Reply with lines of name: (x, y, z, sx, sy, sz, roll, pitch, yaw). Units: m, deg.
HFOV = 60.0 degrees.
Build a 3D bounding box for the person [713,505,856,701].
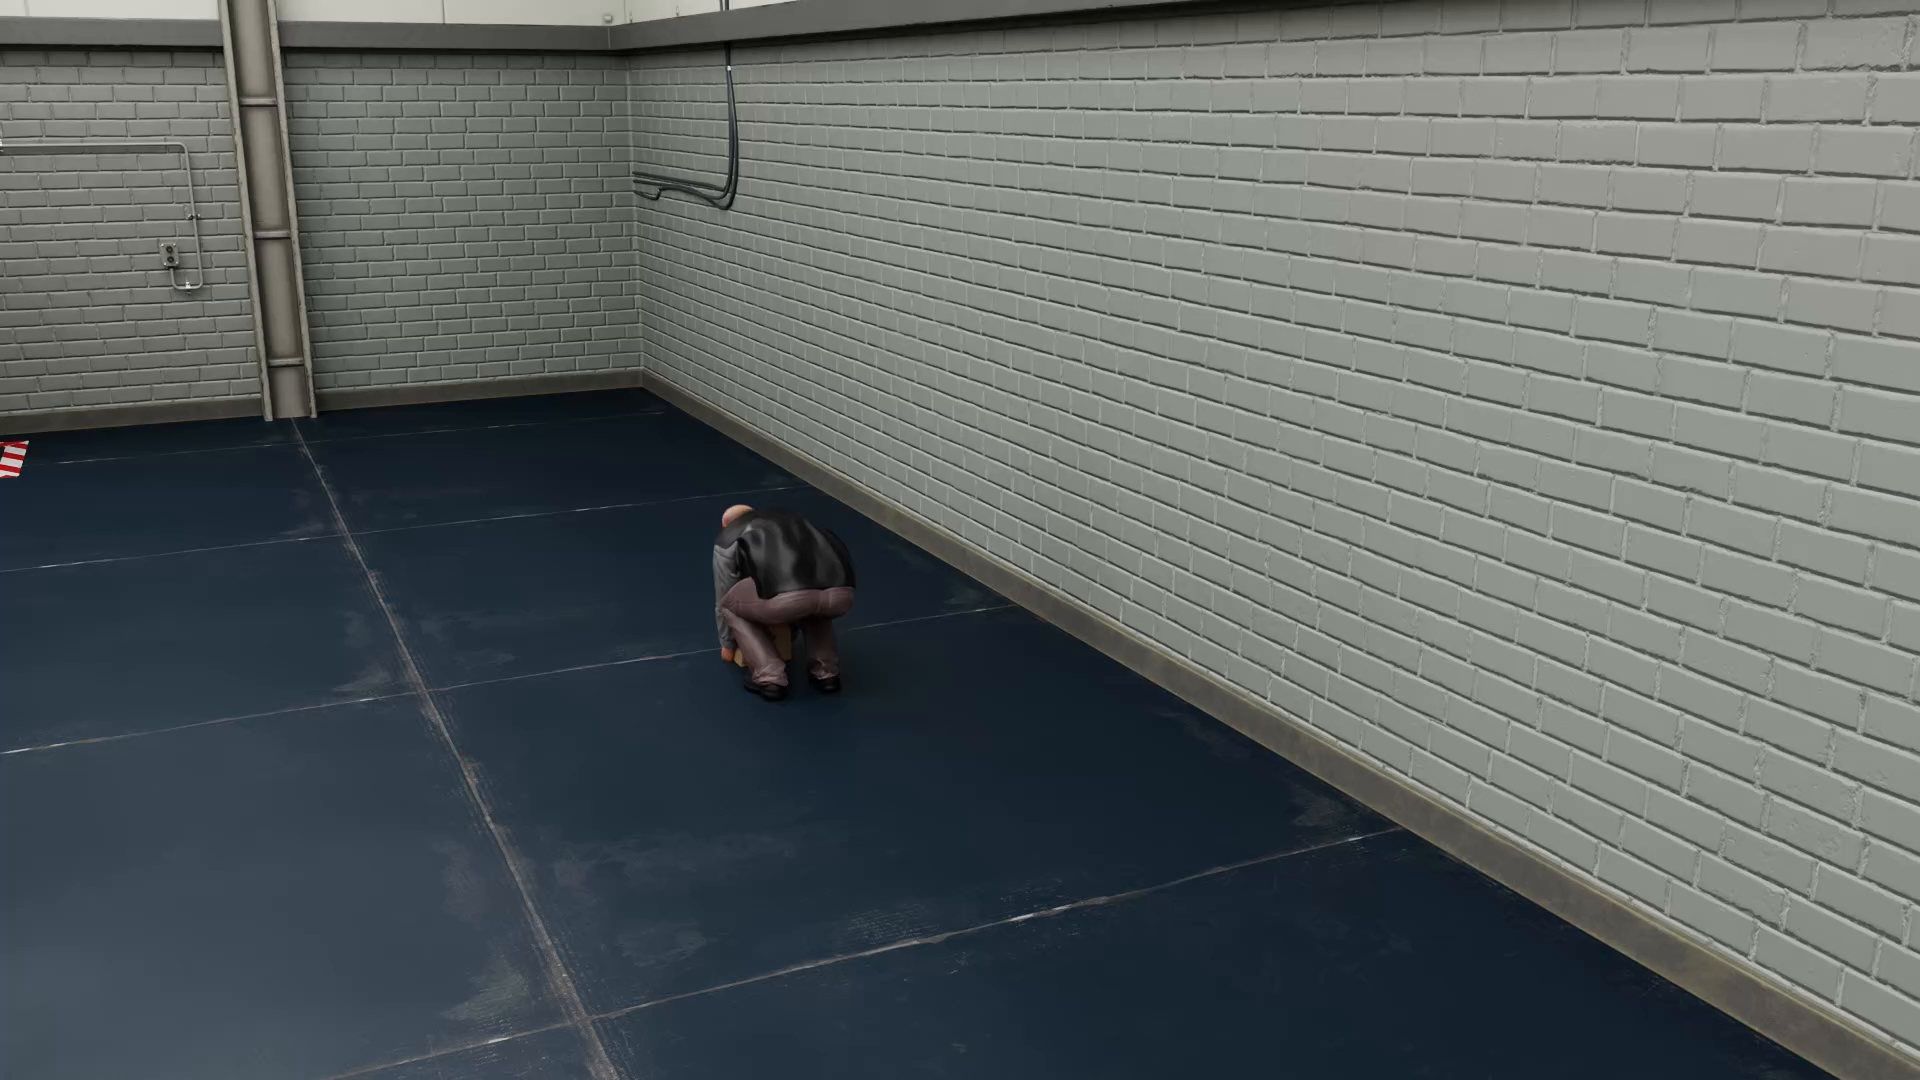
person: (-0.816, 0.256, 7.468, 0.505, 0.794, 0.943, -7, 17, -26)
